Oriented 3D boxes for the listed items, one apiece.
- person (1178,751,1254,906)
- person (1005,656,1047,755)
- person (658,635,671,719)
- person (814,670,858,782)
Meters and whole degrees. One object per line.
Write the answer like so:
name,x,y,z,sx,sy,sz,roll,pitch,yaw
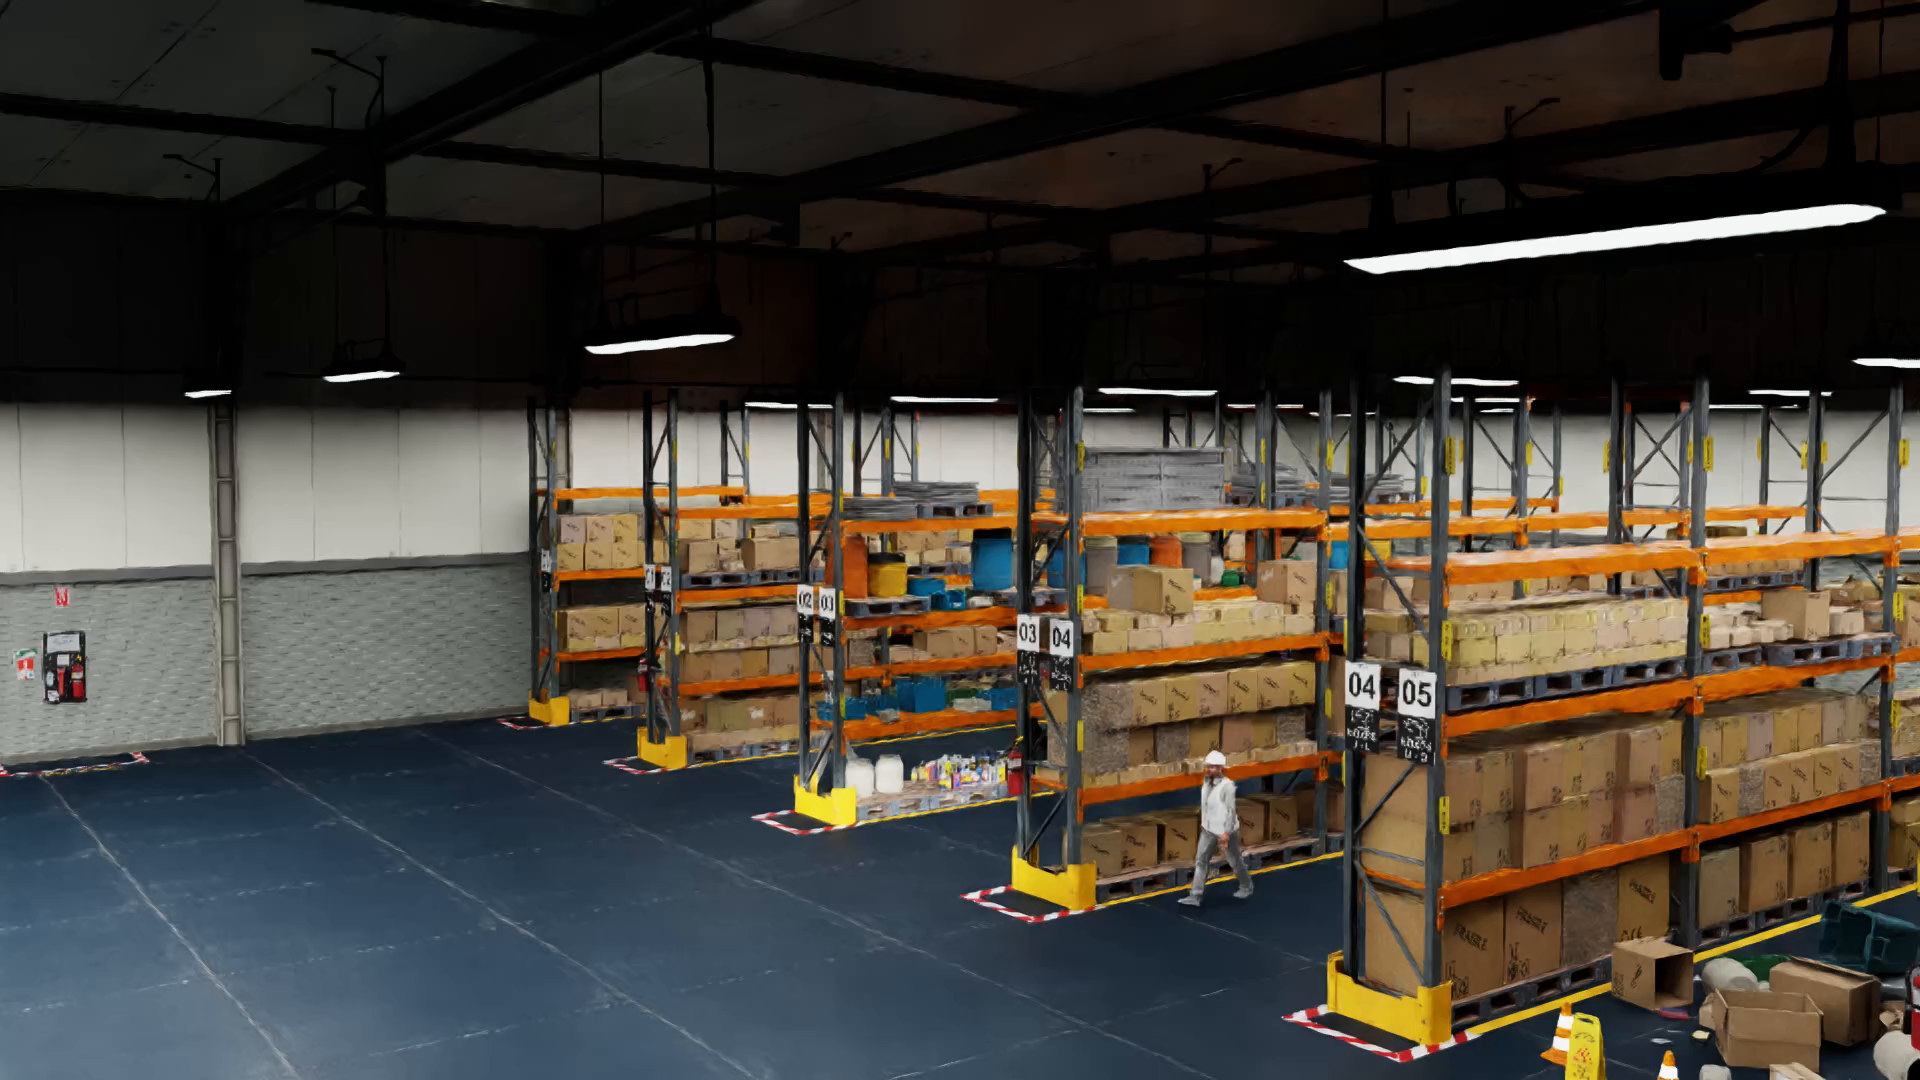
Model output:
person,2.923,3.180,18.554,0.955,1.672,0.553,-3,4,-37
person,1.037,2.690,27.192,1.193,1.698,0.598,-2,4,-34
person,-5.347,2.551,30.675,0.507,1.619,0.598,-3,4,-38
person,-1.917,2.824,25.123,0.957,1.721,0.622,-1,3,-12
